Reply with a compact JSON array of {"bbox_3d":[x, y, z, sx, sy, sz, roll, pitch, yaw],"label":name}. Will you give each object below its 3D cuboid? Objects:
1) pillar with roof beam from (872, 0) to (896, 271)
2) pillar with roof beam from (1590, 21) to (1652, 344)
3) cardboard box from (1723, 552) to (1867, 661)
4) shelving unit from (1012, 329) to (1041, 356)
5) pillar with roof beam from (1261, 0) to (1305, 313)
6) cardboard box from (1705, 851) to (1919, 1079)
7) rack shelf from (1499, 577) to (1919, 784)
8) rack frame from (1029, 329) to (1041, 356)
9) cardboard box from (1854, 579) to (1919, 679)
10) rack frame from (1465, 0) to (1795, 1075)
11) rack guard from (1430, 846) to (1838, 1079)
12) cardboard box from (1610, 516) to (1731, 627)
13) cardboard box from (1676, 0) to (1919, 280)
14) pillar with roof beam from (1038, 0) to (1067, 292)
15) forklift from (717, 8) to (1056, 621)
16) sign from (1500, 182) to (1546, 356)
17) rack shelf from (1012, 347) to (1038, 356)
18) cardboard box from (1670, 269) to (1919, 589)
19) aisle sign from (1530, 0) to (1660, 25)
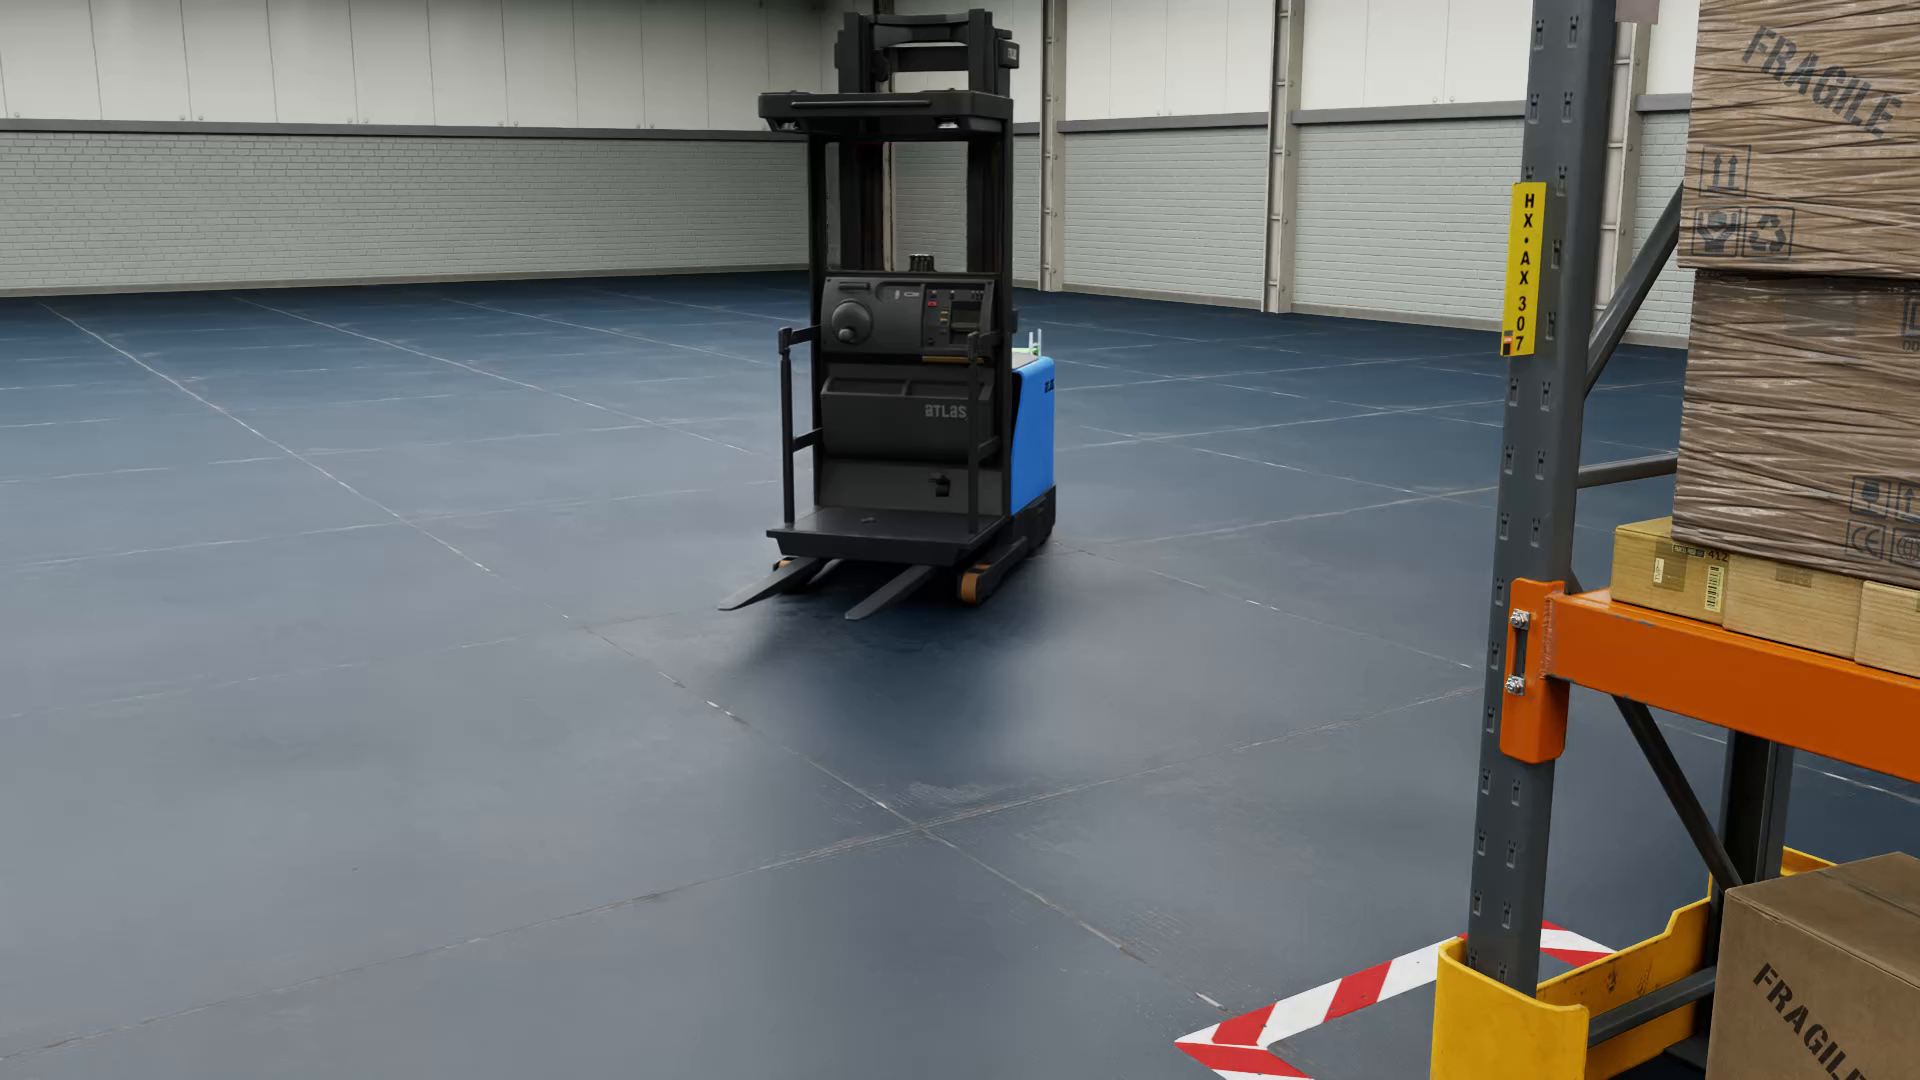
[{"bbox_3d":[-5.198,-9.651,32.929,9.100,9.000,0.400,-8,15,-33],"label":"pillar with roof beam"},{"bbox_3d":[4.775,-6.449,18.290,9.100,9.000,0.400,-8,15,-33],"label":"pillar with roof beam"},{"bbox_3d":[1.611,0.091,3.012,0.380,0.149,0.250,-8,15,-33],"label":"cardboard box"},{"bbox_3d":[0.220,-0.688,10.196,0.503,1.200,0.258,4,13,16],"label":"shelving unit"},{"bbox_3d":[1.451,-7.517,23.170,9.100,9.000,0.400,-8,15,-33],"label":"pillar with roof beam"},{"bbox_3d":[1.861,0.972,3.265,0.500,0.500,0.500,-5,13,-22],"label":"cardboard box"},{"bbox_3d":[2.637,0.550,2.010,1.077,0.370,4.000,-8,15,-33],"label":"rack shelf"},{"bbox_3d":[0.454,-0.673,10.129,0.015,1.200,0.240,4,13,16],"label":"rack frame"},{"bbox_3d":[1.737,0.137,2.801,0.380,0.149,0.250,-8,15,-33],"label":"cardboard box"},{"bbox_3d":[1.529,-0.157,3.560,1.000,3.000,0.127,-8,15,-33],"label":"rack frame"},{"bbox_3d":[1.571,1.077,3.765,1.175,0.500,0.348,-8,15,-33],"label":"rack guard"},{"bbox_3d":[1.488,0.044,3.226,0.380,0.149,0.250,-8,15,-33],"label":"cardboard box"},{"bbox_3d":[1.607,-0.710,2.816,0.500,0.500,0.500,-8,15,-33],"label":"cardboard box"},{"bbox_3d":[-1.873,-8.584,28.049,9.100,9.000,0.400,-8,15,-33],"label":"pillar with roof beam"},{"bbox_3d":[-0.334,-1.197,8.477,1.130,2.935,3.031,4,13,16],"label":"forklift"},{"bbox_3d":[1.077,-0.516,3.174,0.100,0.325,0.005,-8,15,-33],"label":"sign"},{"bbox_3d":[0.220,-1.094,10.108,0.480,0.148,0.258,4,13,16],"label":"rack shelf"},{"bbox_3d":[1.811,-0.250,3.055,0.875,0.500,0.500,-8,15,-33],"label":"cardboard box"},{"bbox_3d":[1.245,-1.403,3.170,0.394,0.787,0.004,-8,15,-33],"label":"aisle sign"}]
